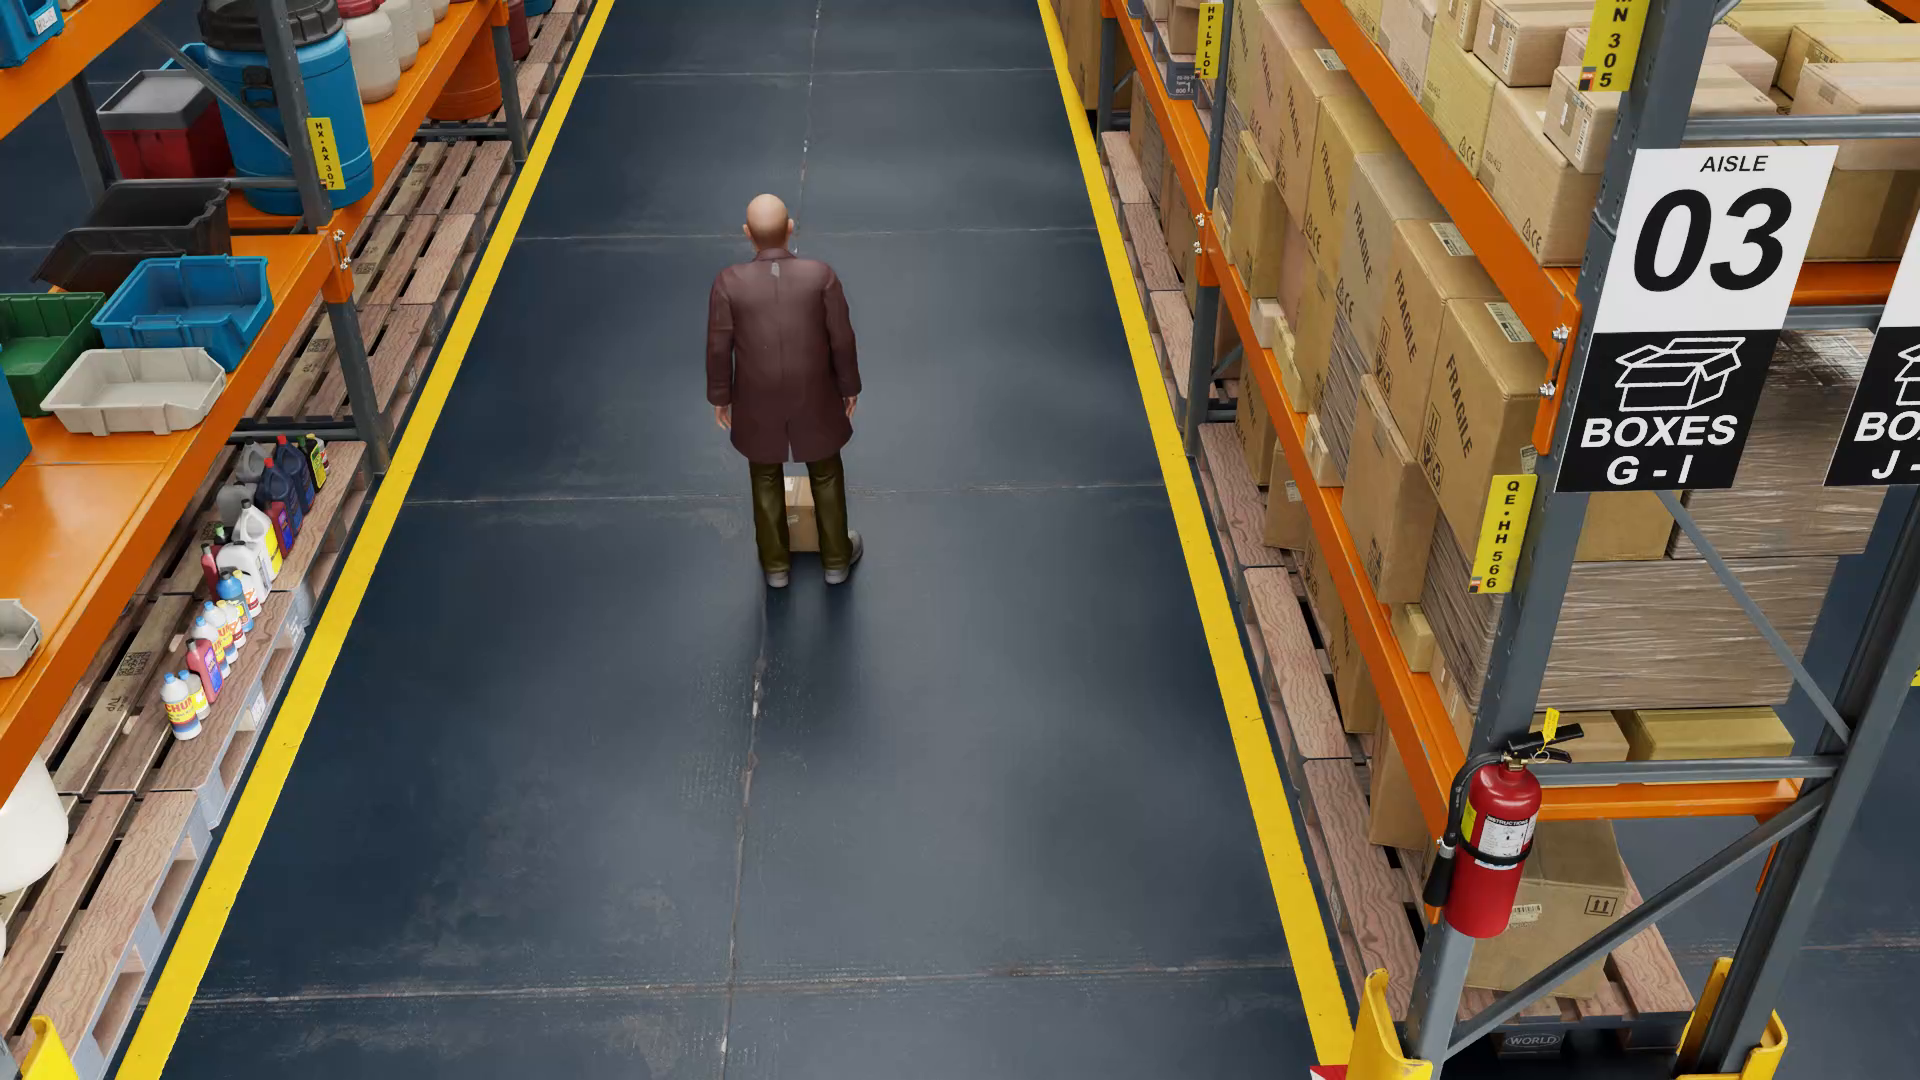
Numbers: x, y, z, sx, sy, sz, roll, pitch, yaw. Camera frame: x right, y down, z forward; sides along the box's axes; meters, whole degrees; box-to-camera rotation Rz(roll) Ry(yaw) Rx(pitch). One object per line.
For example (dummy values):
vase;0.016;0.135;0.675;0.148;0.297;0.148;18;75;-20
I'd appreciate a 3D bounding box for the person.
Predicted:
person;-0.740;-0.604;7.028;0.653;1.774;0.423;-3;35;-5
